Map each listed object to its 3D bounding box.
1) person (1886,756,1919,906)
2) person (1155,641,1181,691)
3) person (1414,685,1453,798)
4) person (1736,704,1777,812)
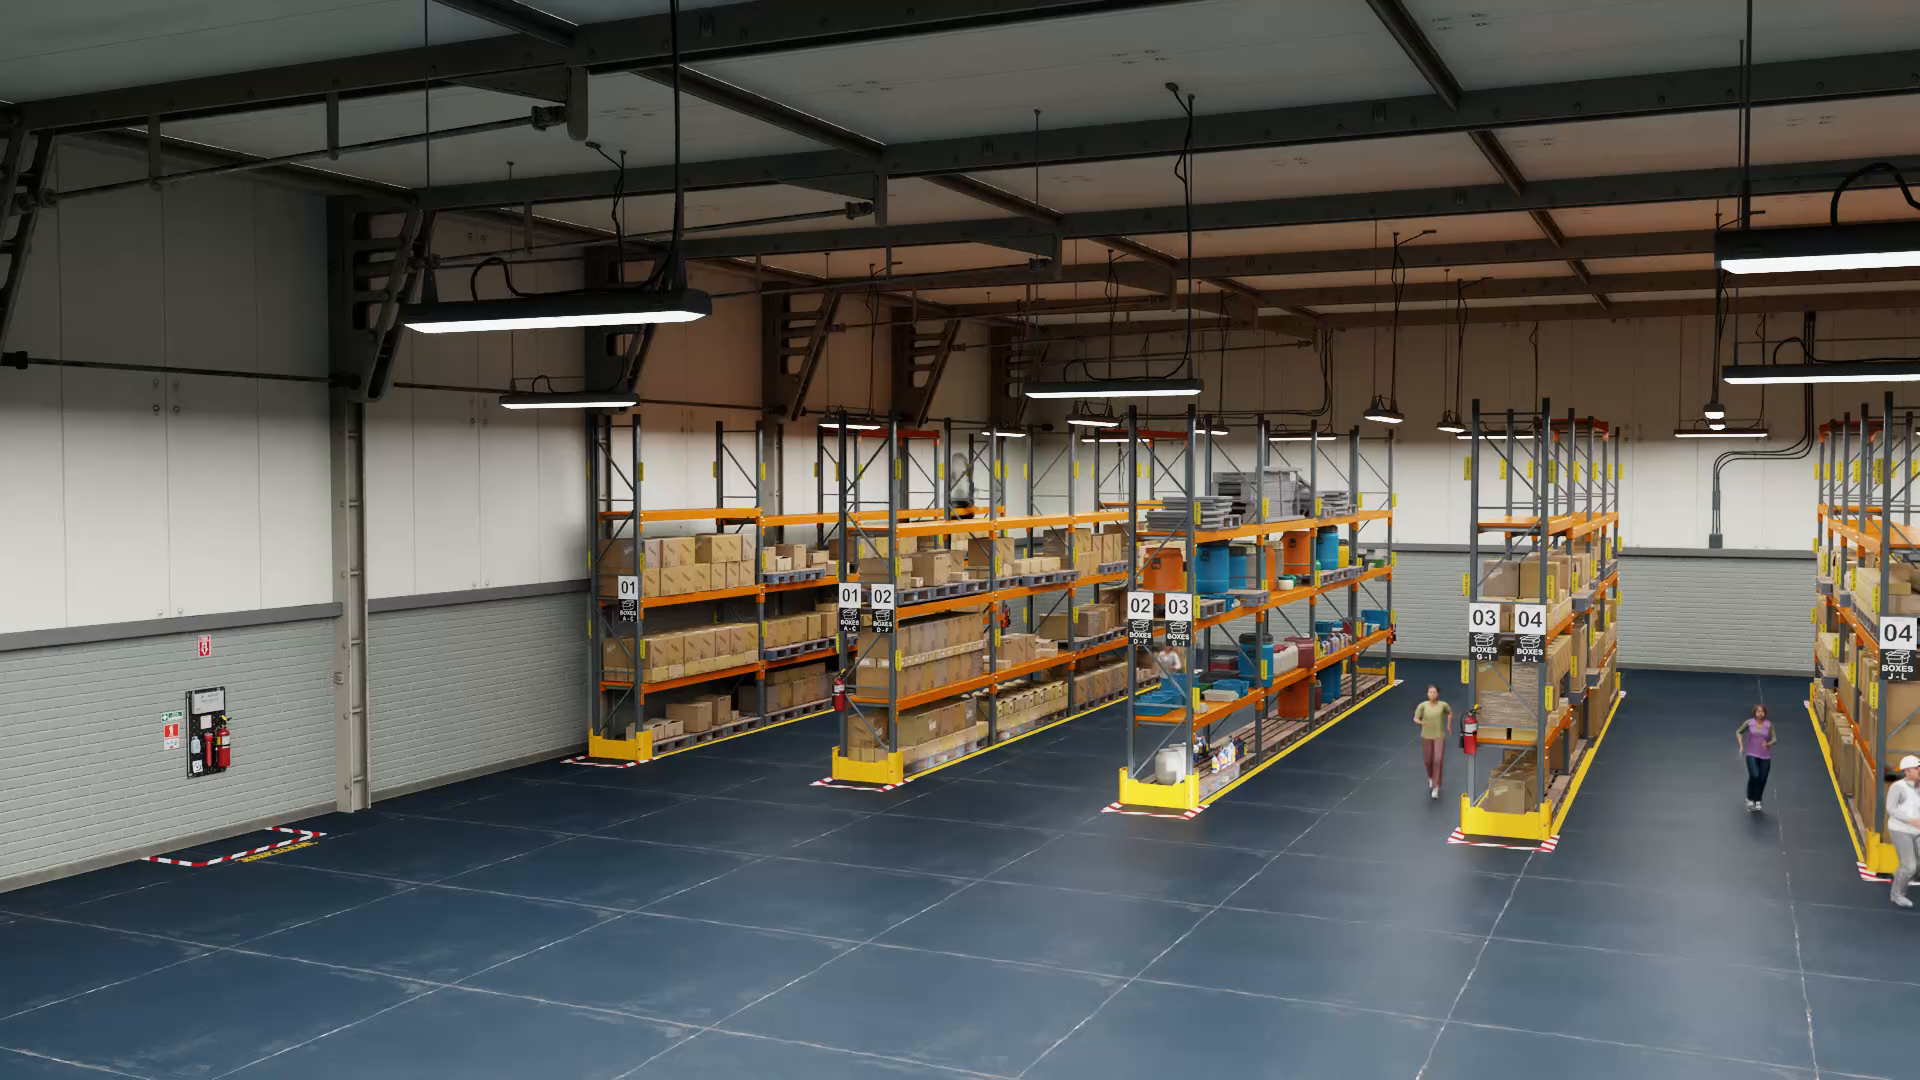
[{"bbox_3d":[10.988,3.350,19.157,0.701,1.733,0.605,-1,2,-16],"label":"person"},{"bbox_3d":[4.202,2.821,33.664,0.543,1.554,0.877,1,2,16],"label":"person"},{"bbox_3d":[7.323,3.077,25.777,0.555,1.674,0.963,1,2,19],"label":"person"},{"bbox_3d":[11.687,3.195,24.370,0.508,1.587,0.657,1,2,14],"label":"person"}]
